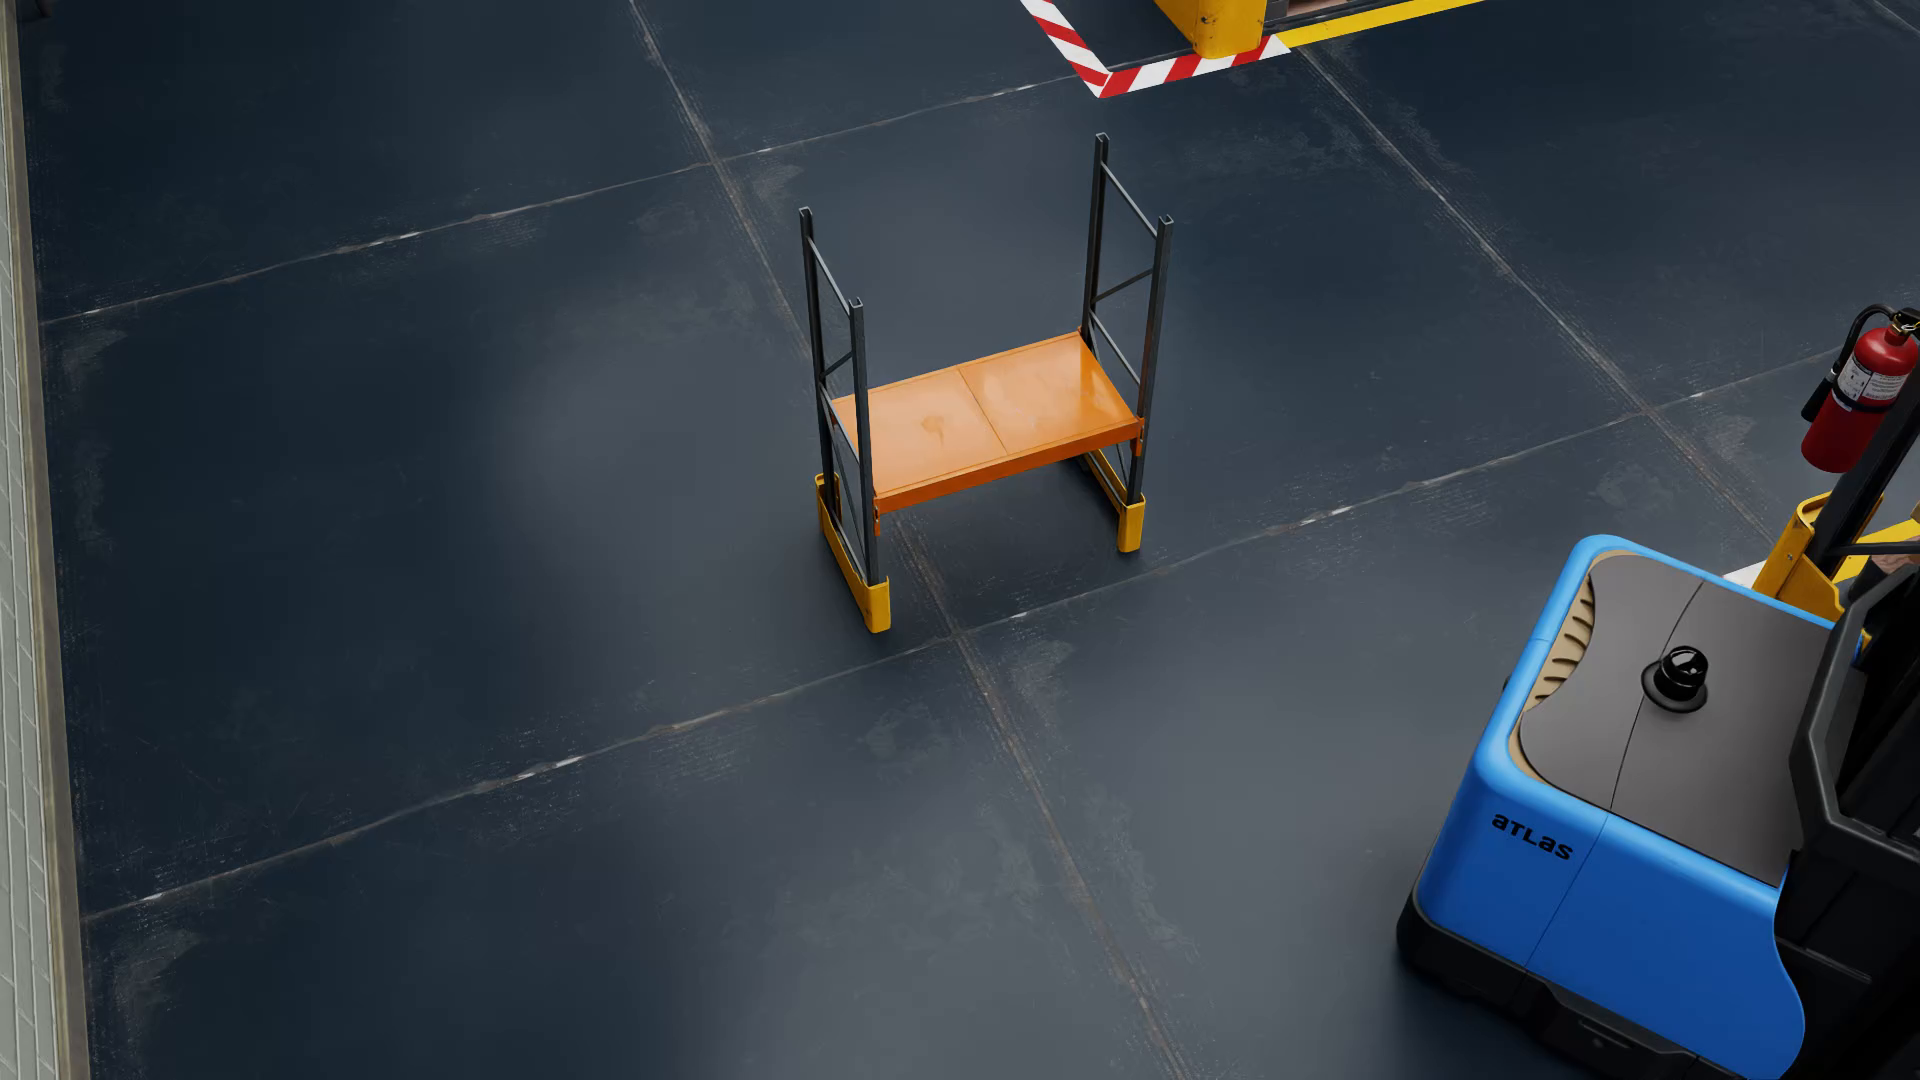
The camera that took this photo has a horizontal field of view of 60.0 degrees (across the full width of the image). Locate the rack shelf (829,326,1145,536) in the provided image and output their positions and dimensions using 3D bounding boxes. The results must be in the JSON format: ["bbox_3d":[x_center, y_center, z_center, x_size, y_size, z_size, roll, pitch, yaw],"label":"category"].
[{"bbox_3d":[0.079,-0.396,5.838,1.000,0.185,0.538,-17,52,-14],"label":"rack shelf"}]

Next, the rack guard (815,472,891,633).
[{"bbox_3d":[-0.390,0.040,6.051,0.087,0.250,0.587,-17,52,-14],"label":"rack guard"}]

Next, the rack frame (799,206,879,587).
[{"bbox_3d":[-0.392,-0.367,5.577,0.032,1.500,0.500,-17,52,-14],"label":"rack frame"}]

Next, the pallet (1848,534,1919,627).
[{"bbox_3d":[3.981,0.296,5.857,1.213,0.211,1.003,-17,52,-14],"label":"pallet"}]

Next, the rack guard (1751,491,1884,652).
[{"bbox_3d":[3.216,0.410,5.568,0.348,0.500,1.175,-17,52,-14],"label":"rack guard"}]

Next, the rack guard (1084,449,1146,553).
[{"bbox_3d":[0.532,-0.246,6.297,0.087,0.250,0.587,-17,52,-14],"label":"rack guard"}]

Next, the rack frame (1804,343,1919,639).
[{"bbox_3d":[3.145,-0.383,4.601,0.127,3.000,1.000,-17,52,-14],"label":"rack frame"}]

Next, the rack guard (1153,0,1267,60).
[{"bbox_3d":[1.158,-3.009,8.505,0.348,0.500,1.175,-17,52,-14],"label":"rack guard"}]

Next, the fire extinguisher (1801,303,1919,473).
[{"bbox_3d":[2.737,-0.488,4.989,0.183,0.674,0.296,-17,52,-14],"label":"fire extinguisher"}]

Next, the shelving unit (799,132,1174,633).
[{"bbox_3d":[0.071,-0.511,5.700,1.083,1.500,0.587,-17,52,-14],"label":"shelving unit"}]

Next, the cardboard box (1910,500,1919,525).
[{"bbox_3d":[3.526,-0.039,5.713,0.250,0.149,0.380,-18,52,-15],"label":"cardboard box"}]

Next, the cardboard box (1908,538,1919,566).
[{"bbox_3d":[3.554,0.112,5.779,0.250,0.149,0.380,-16,51,-14],"label":"cardboard box"}]

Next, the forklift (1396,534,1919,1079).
[{"bbox_3d":[2.866,0.599,3.803,3.031,2.935,1.130,25,54,20],"label":"forklift"}]

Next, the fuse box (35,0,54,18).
[{"bbox_3d":[-4.691,-3.294,7.951,0.414,1.711,0.539,-17,52,-14],"label":"fuse box"}]

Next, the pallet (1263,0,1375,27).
[{"bbox_3d":[1.891,-3.206,8.864,1.213,0.211,1.003,-17,52,-14],"label":"pallet"}]

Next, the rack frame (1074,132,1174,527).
[{"bbox_3d":[0.550,-0.659,5.827,0.032,1.500,0.500,-17,52,-14],"label":"rack frame"}]
